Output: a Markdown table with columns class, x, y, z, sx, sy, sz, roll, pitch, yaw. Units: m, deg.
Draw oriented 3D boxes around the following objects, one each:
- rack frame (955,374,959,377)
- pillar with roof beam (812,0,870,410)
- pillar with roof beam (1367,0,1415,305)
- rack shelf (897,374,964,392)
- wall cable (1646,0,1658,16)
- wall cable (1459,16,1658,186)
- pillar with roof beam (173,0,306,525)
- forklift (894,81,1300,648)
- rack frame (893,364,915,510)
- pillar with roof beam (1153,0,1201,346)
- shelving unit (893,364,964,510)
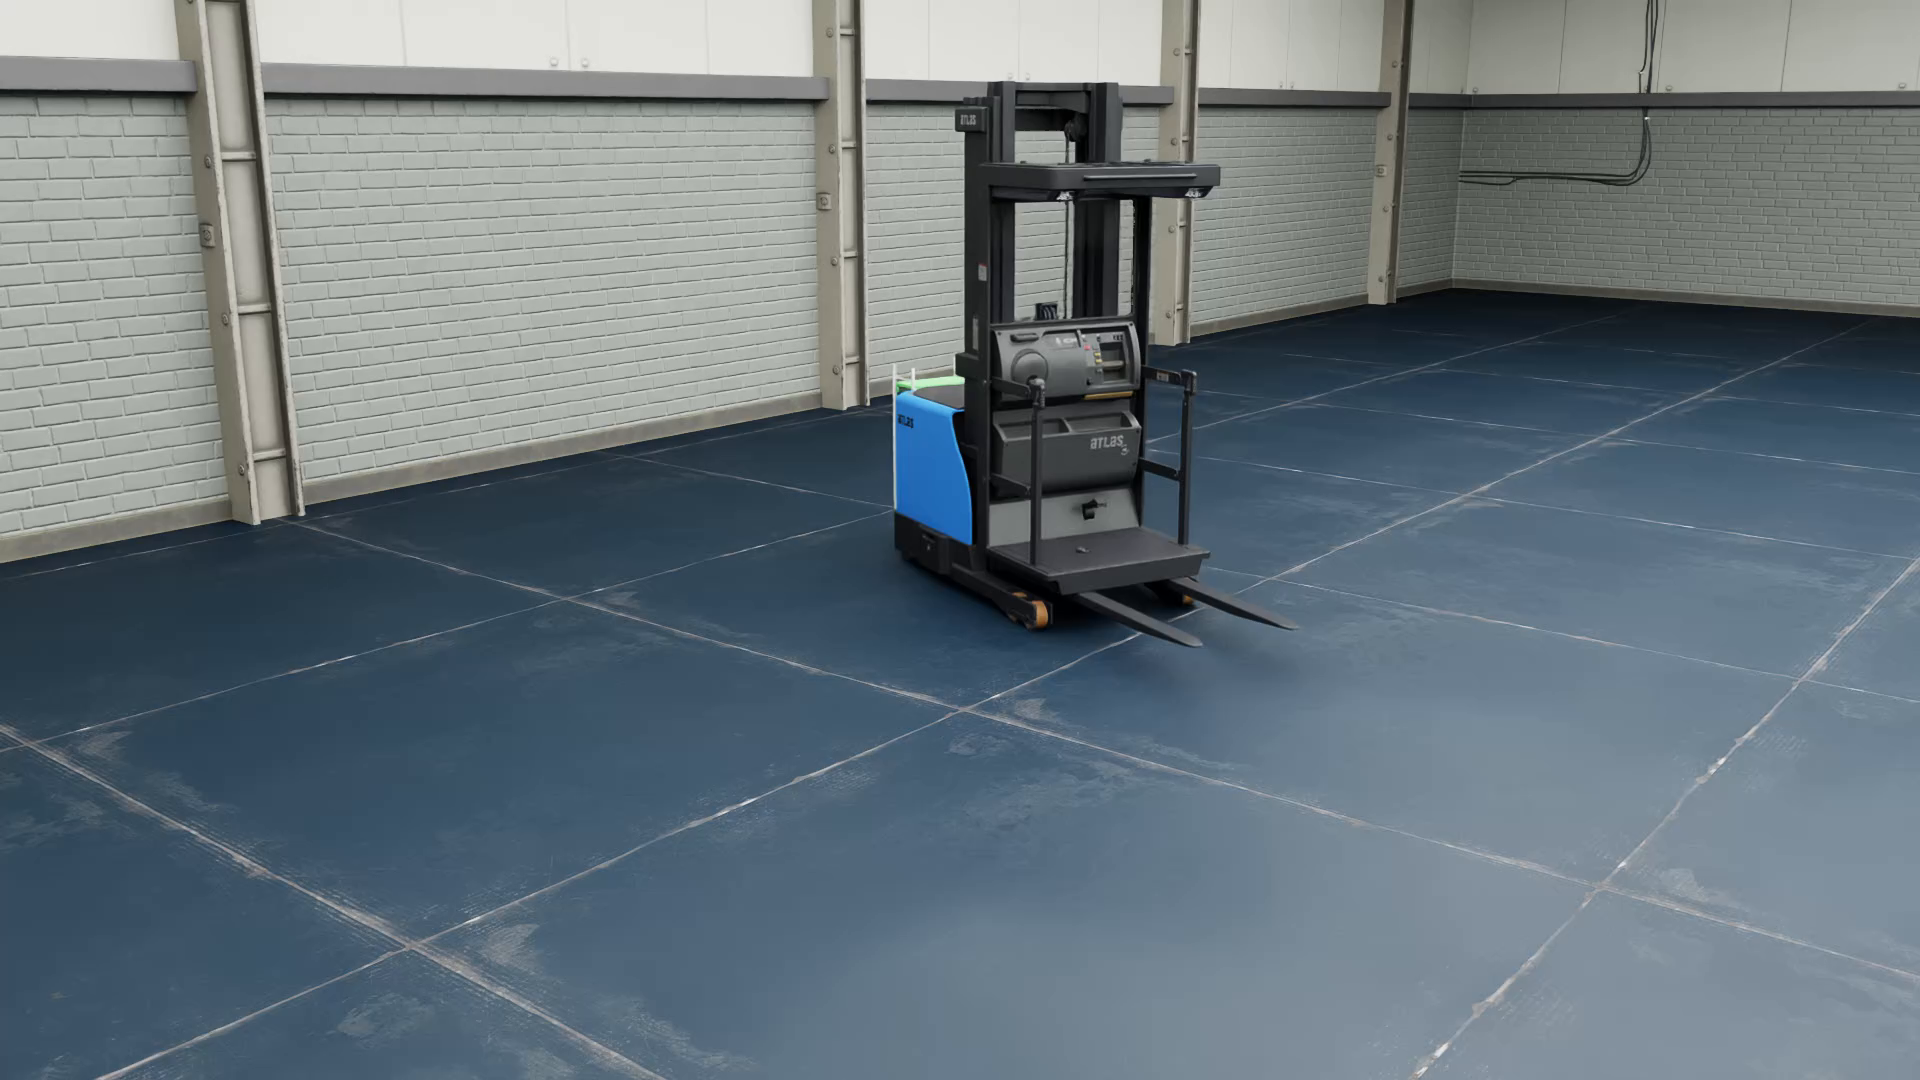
| class | x | y | z | sx | sy | sz | roll | pitch | yaw |
| --- | --- | --- | --- | --- | --- | --- | --- | --- | --- |
| rack frame | 0.042 | -0.598 | 11.042 | 0.015 | 1.200 | 0.240 | -10 | 17 | -34 |
| pillar with roof beam | 2.222 | -5.010 | 12.568 | 9.100 | 9.000 | 0.400 | 11 | 18 | 38 |
| pillar with roof beam | 9.764 | -7.308 | 21.614 | 9.100 | 9.000 | 0.400 | 11 | 18 | 38 |
| rack shelf | -0.159 | -0.968 | 10.805 | 0.480 | 0.148 | 0.258 | -10 | 17 | -34 |
| wall cable | 11.400 | -8.858 | 23.765 | 3.097 | 2.526 | 0.112 | 11 | 18 | 38 |
| wall cable | 9.296 | -6.829 | 26.034 | 3.097 | 2.526 | 0.112 | 11 | 18 | 38 |
| pillar with roof beam | -1.549 | -3.861 | 8.045 | 9.100 | 9.000 | 0.400 | 11 | 18 | 38 |
| forklift | 0.723 | -1.049 | 9.300 | 1.130 | 2.935 | 3.031 | -8 | 16 | -27 |
| rack frame | -0.360 | -0.530 | 10.773 | 0.015 | 1.200 | 0.240 | -10 | 17 | -34 |
| pillar with roof beam | 5.993 | -6.159 | 17.091 | 9.100 | 9.000 | 0.400 | 11 | 18 | 38 |
| shelving unit | -0.159 | -0.564 | 10.907 | 0.503 | 1.200 | 0.258 | -10 | 17 | -34 |
